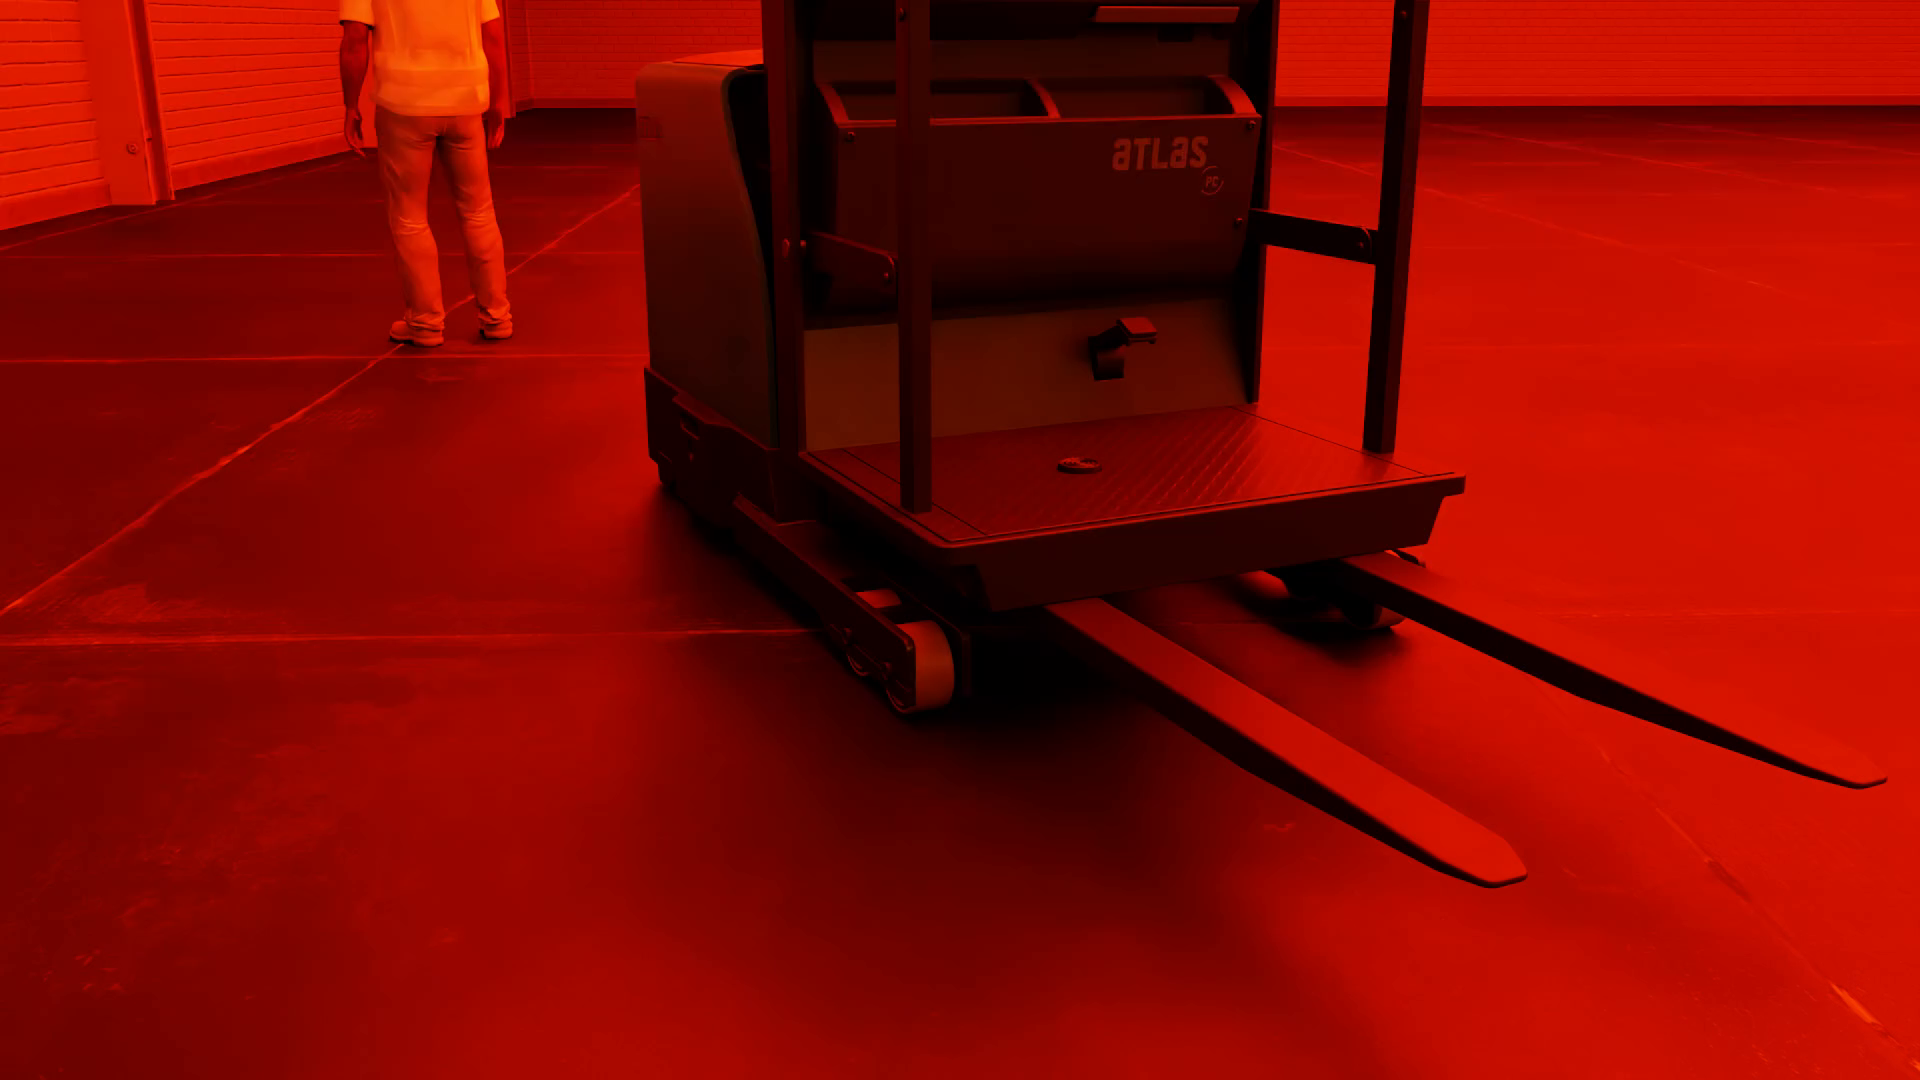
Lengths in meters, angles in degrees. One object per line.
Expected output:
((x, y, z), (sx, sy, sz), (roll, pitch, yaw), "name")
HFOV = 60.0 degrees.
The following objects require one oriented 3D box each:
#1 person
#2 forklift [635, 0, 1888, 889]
((-1.997, -1.620, 6.212), (0.634, 1.759, 0.460), (-13, 21, -36), "person")
((0.258, -1.240, 2.962), (1.130, 2.935, 3.031), (-8, 19, -24), "forklift")
